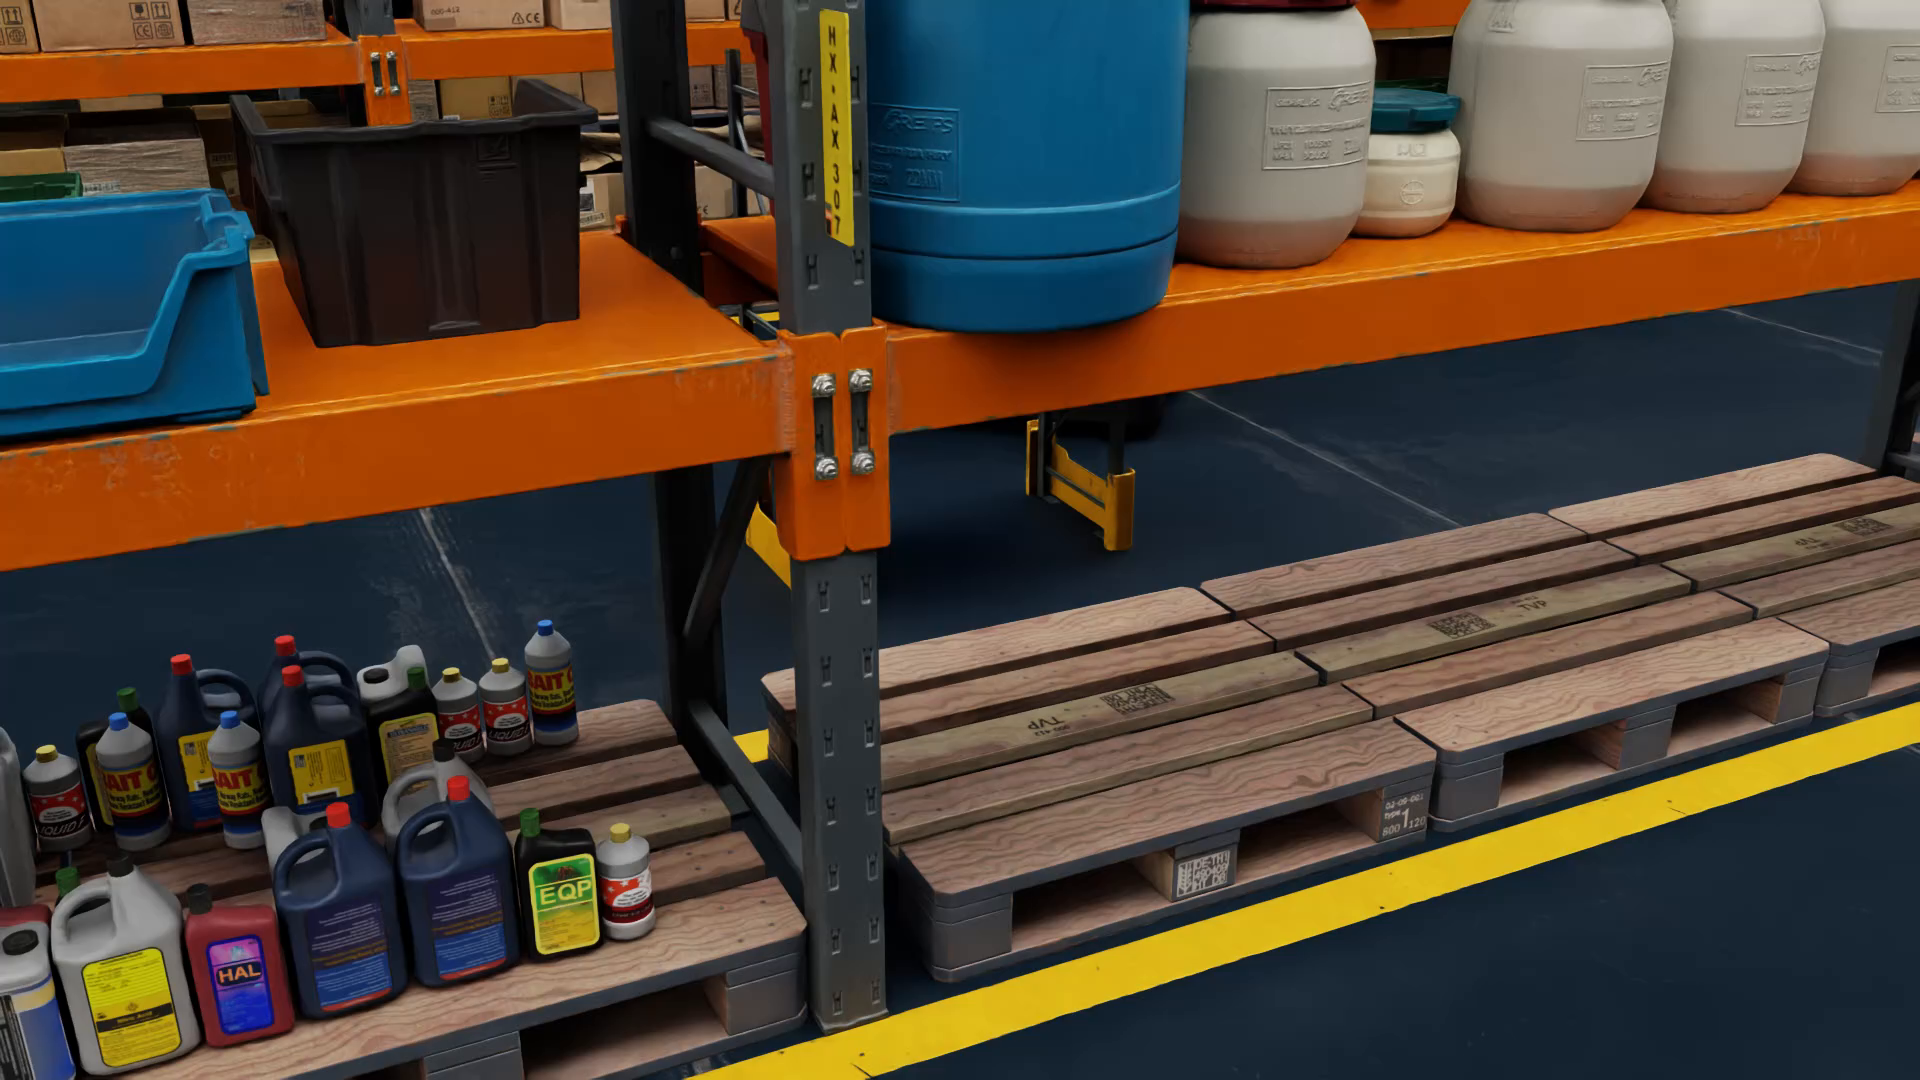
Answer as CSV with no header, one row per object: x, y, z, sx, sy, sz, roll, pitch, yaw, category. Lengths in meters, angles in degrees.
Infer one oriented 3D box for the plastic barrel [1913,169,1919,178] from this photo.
2.364,-1.128,3.908,0.421,0.512,0.421,0,22,0,plastic barrel

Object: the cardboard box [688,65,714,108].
-2.240,-3.601,12.720,0.500,0.500,0.700,-10,25,-24,cardboard box

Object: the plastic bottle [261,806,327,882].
-1.122,0.589,2.891,0.135,0.276,0.152,-10,25,-24,plastic bottle

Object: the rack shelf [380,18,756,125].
-0.749,-2.364,7.981,4.000,0.370,1.077,-10,25,-24,rack shelf

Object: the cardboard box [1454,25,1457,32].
4.618,-4.784,15.604,0.500,0.500,0.700,-11,25,-25,cardboard box

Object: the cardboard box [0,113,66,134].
-4.006,-1.500,7.018,0.500,0.500,0.500,-10,25,-24,cardboard box

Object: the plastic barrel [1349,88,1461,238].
0.853,-0.760,3.345,0.301,0.262,0.301,0,22,0,plastic barrel

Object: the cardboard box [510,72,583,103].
-3.126,-3.421,12.287,0.500,0.500,0.700,-10,25,-23,cardboard box

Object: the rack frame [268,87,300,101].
-4.703,-4.072,11.164,0.127,3.000,1.000,-10,25,-24,rack frame

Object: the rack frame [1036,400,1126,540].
0.381,-0.763,5.133,0.032,1.500,0.500,-10,25,-24,rack frame

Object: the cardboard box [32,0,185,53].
-3.421,-2.246,6.623,0.500,0.500,0.700,-11,25,-24,cardboard box

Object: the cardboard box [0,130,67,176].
-3.779,-1.320,6.582,0.500,0.500,0.500,-10,25,-24,cardboard box

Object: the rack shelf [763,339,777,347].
-0.077,-0.513,4.998,1.000,0.185,0.538,-10,25,-24,rack shelf

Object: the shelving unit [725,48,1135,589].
-0.069,-0.680,4.933,1.083,1.500,0.587,-10,25,-24,shelving unit

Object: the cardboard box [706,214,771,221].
-1.154,-1.441,7.856,0.500,0.250,0.500,-11,25,-25,cardboard box

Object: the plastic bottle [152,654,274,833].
-1.484,0.386,3.285,0.185,0.351,0.144,-12,25,-26,plastic bottle

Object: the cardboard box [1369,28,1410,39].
3.678,-4.609,15.181,0.500,0.500,0.700,-11,25,-24,cardboard box

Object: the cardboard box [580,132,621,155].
-1.845,-1.802,7.995,0.500,0.311,0.500,-10,24,-22,cardboard box

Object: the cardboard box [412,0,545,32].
-2.127,-2.392,7.304,0.500,0.250,0.500,-9,24,-20,cardboard box

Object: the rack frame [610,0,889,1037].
-0.406,-0.657,2.916,0.127,3.000,1.000,-10,25,-24,rack frame

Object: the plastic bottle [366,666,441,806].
-1.116,0.396,3.348,0.133,0.283,0.061,-10,25,-24,plastic bottle

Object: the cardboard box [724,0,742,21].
-0.926,-2.703,7.728,0.500,0.500,0.500,-10,25,-24,cardboard box

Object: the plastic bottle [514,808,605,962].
-0.697,0.588,2.884,0.133,0.283,0.061,-9,24,-21,plastic bottle

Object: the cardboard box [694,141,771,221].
-1.152,-1.698,7.743,0.500,0.311,0.500,-11,25,-25,cardboard box

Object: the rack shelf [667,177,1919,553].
1.396,-0.657,3.855,4.000,0.370,1.077,-10,25,-24,rack shelf

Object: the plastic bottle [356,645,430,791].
-1.163,0.363,3.438,0.135,0.276,0.152,-9,24,-22,plastic bottle

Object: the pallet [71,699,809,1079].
-1.030,0.728,3.215,1.213,0.211,1.003,-10,25,-24,pallet

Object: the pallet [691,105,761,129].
-1.804,-3.318,12.989,1.213,0.211,1.003,-10,25,-24,pallet

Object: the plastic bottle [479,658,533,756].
-0.975,0.351,3.564,0.097,0.201,0.097,0,22,0,plastic bottle

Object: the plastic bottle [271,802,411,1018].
-1.035,0.601,2.764,0.185,0.351,0.144,-12,25,-26,plastic bottle

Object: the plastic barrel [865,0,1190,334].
0.073,-0.849,2.723,0.708,0.901,0.600,-10,25,-24,plastic barrel

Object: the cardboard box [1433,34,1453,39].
3.215,-2.925,10.106,0.500,0.250,0.500,-10,25,-24,cardboard box

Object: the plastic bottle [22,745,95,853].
-1.749,0.493,3.220,0.097,0.201,0.097,0,22,0,plastic bottle

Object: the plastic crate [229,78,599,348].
-0.933,-0.586,2.824,0.504,0.338,0.767,-10,25,-24,plastic crate

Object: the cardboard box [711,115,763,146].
-0.940,-1.966,8.391,0.500,0.311,0.500,-11,25,-24,cardboard box

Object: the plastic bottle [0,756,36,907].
-1.780,0.537,3.016,0.135,0.276,0.152,-10,25,-24,plastic bottle

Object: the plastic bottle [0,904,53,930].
-1.521,0.675,2.674,0.133,0.283,0.061,-10,25,-24,plastic bottle

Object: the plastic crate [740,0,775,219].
-0.103,-0.873,3.353,0.583,0.464,0.402,-10,25,-24,plastic crate

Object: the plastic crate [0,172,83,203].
-1.752,-0.432,2.648,0.662,0.188,0.450,-10,25,-24,plastic crate

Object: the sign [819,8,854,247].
-0.178,-0.594,2.401,0.005,0.325,0.100,-10,25,-24,sign

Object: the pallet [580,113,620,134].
-2.901,-3.117,12.503,1.213,0.211,1.003,-10,25,-24,pallet

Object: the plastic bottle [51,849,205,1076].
-1.326,0.655,2.634,0.185,0.351,0.144,-11,25,-24,plastic bottle

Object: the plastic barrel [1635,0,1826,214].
1.602,-0.997,3.558,0.433,0.535,0.433,0,22,0,plastic barrel

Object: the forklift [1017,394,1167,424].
0.506,-2.310,6.999,1.130,2.935,3.031,4,23,11,forklift

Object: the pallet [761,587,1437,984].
0.284,0.487,3.796,1.213,0.211,1.003,-10,25,-24,pallet

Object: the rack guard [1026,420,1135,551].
0.380,-0.185,5.371,0.087,0.250,0.587,-10,25,-24,rack guard

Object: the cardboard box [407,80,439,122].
-4.047,-3.248,11.867,0.500,0.500,0.700,-10,24,-22,cardboard box

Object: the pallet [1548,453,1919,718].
2.483,0.083,4.774,1.213,0.211,1.003,-10,25,-24,pallet

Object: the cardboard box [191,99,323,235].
-3.105,-1.666,7.419,0.500,0.500,0.500,-10,25,-24,cardboard box

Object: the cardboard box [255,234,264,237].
-3.101,-1.316,7.554,0.500,0.250,0.500,-10,25,-24,cardboard box

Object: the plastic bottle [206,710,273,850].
-1.392,0.457,3.217,0.097,0.271,0.097,0,22,0,plastic bottle
